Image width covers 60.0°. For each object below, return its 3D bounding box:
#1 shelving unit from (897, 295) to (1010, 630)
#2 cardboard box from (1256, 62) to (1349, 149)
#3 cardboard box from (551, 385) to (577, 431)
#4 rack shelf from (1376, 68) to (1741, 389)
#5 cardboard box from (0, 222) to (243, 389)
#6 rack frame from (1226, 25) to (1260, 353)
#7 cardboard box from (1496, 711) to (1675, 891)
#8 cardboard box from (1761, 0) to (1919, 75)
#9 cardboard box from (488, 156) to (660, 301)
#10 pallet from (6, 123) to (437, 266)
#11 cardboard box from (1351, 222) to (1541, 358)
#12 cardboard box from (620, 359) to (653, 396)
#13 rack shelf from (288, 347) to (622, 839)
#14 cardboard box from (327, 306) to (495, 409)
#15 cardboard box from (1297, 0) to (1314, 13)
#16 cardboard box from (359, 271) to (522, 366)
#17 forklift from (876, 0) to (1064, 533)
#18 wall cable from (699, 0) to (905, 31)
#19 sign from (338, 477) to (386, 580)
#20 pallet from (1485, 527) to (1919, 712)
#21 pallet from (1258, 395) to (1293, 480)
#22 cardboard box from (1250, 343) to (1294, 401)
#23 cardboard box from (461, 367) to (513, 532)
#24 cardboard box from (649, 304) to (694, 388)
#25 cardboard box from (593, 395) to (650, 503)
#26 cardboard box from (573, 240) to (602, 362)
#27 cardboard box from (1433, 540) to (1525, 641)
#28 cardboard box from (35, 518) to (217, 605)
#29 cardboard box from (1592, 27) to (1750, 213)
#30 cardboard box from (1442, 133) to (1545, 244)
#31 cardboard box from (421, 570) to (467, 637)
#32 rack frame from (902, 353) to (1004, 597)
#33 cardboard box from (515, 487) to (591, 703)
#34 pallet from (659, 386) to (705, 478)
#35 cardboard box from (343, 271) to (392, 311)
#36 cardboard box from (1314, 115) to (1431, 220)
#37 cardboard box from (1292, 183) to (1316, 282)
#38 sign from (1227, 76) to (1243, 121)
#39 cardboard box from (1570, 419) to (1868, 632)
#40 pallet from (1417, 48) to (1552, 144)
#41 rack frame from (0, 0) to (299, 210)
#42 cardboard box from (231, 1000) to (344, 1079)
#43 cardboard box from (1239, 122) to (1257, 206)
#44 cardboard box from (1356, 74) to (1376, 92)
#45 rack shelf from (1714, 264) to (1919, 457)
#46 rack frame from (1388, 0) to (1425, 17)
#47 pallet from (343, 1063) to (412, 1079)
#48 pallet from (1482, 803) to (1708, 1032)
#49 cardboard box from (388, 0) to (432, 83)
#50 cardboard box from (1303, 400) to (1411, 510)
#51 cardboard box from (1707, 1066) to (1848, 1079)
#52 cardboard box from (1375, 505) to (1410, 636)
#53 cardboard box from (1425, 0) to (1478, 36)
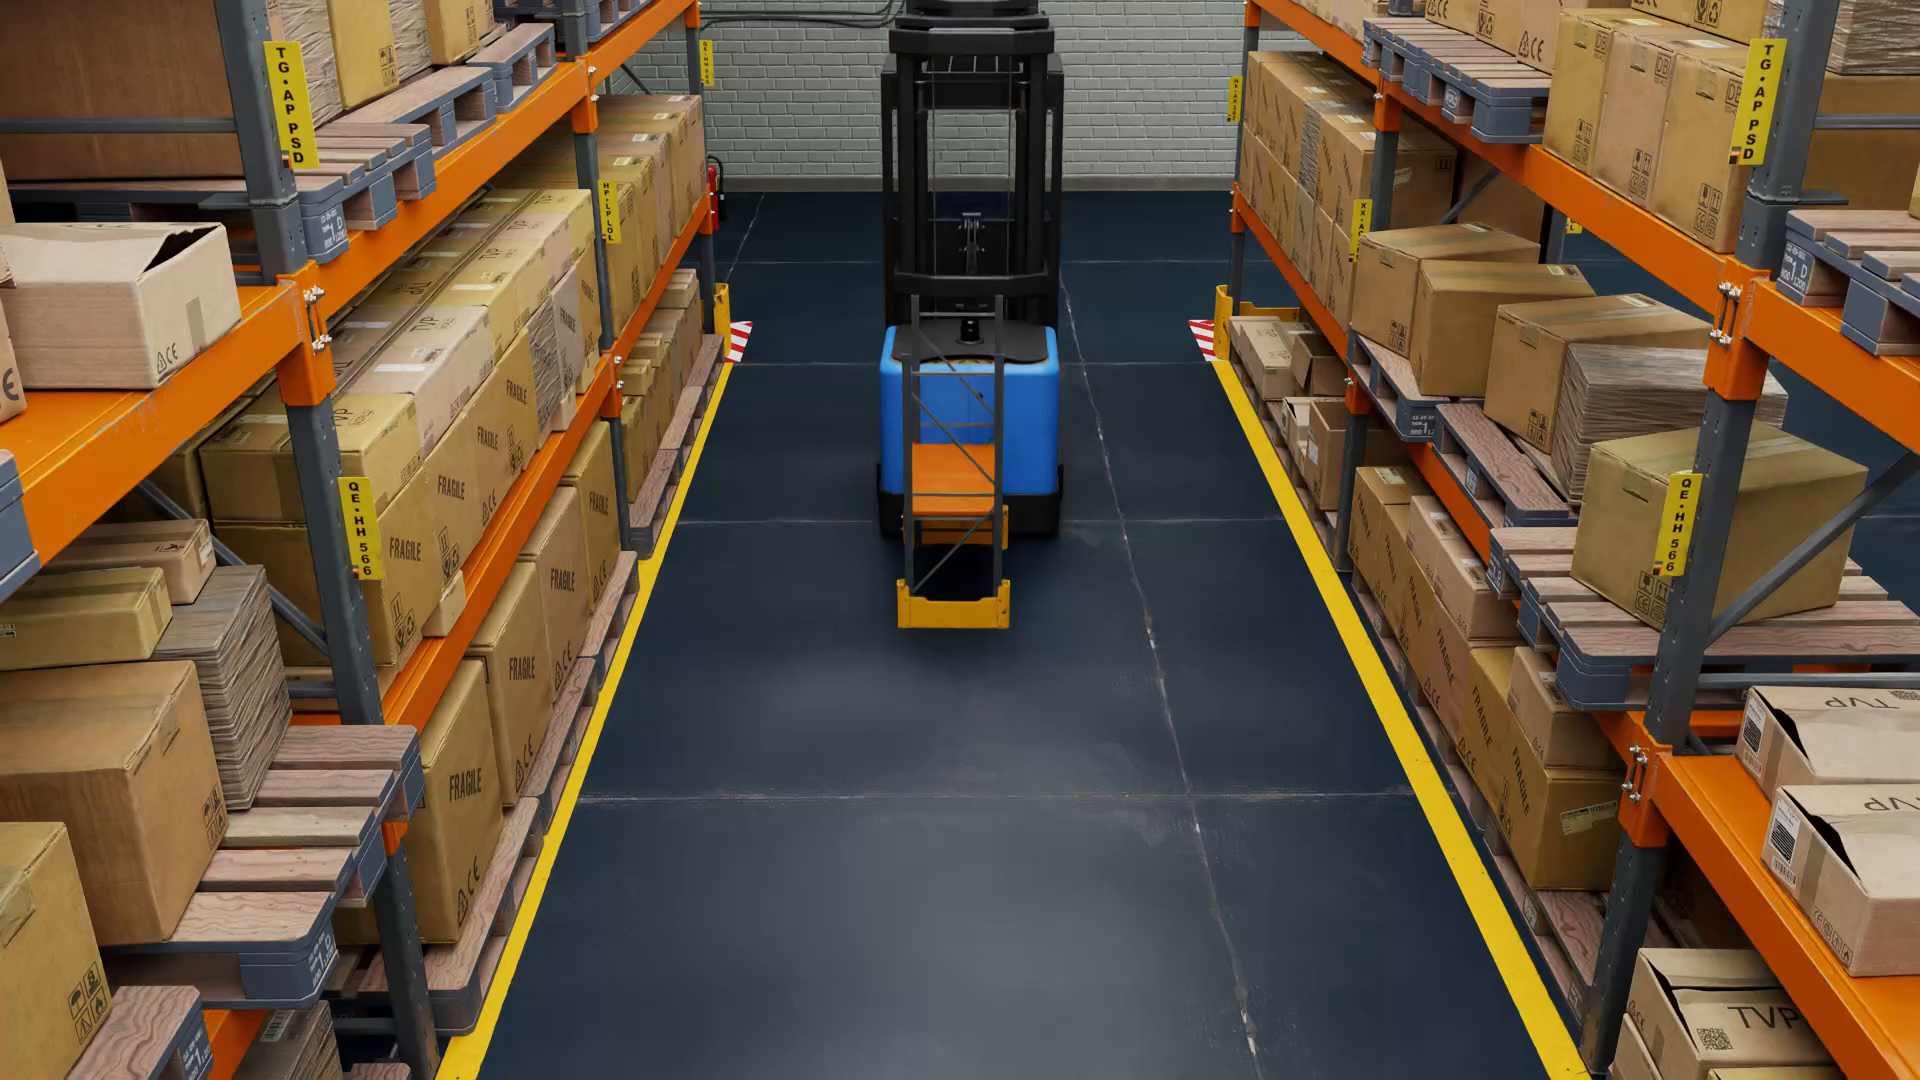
[{"bbox_3d":[-0.025,-0.439,8.901,0.587,1.500,1.083,0,24,1],"label":"shelving unit"},{"bbox_3d":[2.324,-2.956,11.310,0.500,0.500,0.500,0,24,0],"label":"cardboard box"},{"bbox_3d":[-2.008,-0.619,7.759,0.380,0.149,0.250,0,24,-1],"label":"cardboard box"},{"bbox_3d":[2.635,-1.421,6.484,1.077,0.370,4.000,0,24,-1],"label":"rack shelf"},{"bbox_3d":[-2.019,-0.573,3.822,0.500,0.311,0.500,0,24,-1],"label":"cardboard box"},{"bbox_3d":[2.569,-2.854,12.420,1.000,3.000,0.127,0,24,-1],"label":"rack frame"},{"bbox_3d":[2.412,0.997,6.406,0.500,0.500,0.500,1,24,2],"label":"cardboard box"},{"bbox_3d":[2.658,-1.605,4.684,0.500,0.500,0.500,0,24,-1],"label":"cardboard box"},{"bbox_3d":[-2.333,-1.843,9.821,0.980,0.700,0.700,-1,24,-2],"label":"cardboard box"},{"bbox_3d":[-2.357,-1.079,5.086,1.213,0.211,1.003,1,24,2],"label":"pallet"},{"bbox_3d":[2.394,-1.246,8.235,0.700,0.500,0.500,-9,26,-18],"label":"cardboard box"},{"bbox_3d":[-2.067,-0.980,10.014,0.380,0.149,0.250,1,24,1],"label":"cardboard box"},{"bbox_3d":[-2.319,-0.030,7.049,1.077,0.370,4.000,0,24,-1],"label":"rack shelf"},{"bbox_3d":[-2.060,-0.681,6.200,0.500,0.250,0.500,0,24,0],"label":"cardboard box"},{"bbox_3d":[2.332,-3.321,9.996,0.500,0.250,0.500,0,24,-1],"label":"cardboard box"},{"bbox_3d":[-2.072,-0.892,6.665,0.500,0.250,0.500,-1,24,-2],"label":"cardboard box"},{"bbox_3d":[0.078,-1.938,10.479,1.130,2.935,3.031,0,24,1],"label":"forklift"},{"bbox_3d":[-2.088,-6.481,16.928,3.097,2.526,0.112,0,24,-1],"label":"wall cable"},{"bbox_3d":[-1.754,-0.031,4.871,0.100,0.325,0.005,0,24,-1],"label":"sign"},{"bbox_3d":[2.579,0.251,5.788,1.213,0.211,1.003,0,24,-1],"label":"pallet"},{"bbox_3d":[2.590,-0.722,11.091,1.003,0.211,1.213,0,24,-1],"label":"pallet"},{"bbox_3d":[2.302,-1.164,11.487,0.500,0.250,0.500,0,24,-1],"label":"cardboard box"},{"bbox_3d":[-2.047,-0.346,6.367,0.500,0.500,0.500,0,24,-1],"label":"cardboard box"},{"bbox_3d":[-2.271,-1.388,11.704,0.700,0.500,0.500,0,24,-1],"label":"cardboard box"},{"bbox_3d":[-2.246,-0.543,9.834,0.700,0.500,0.500,0,24,0],"label":"cardboard box"},{"bbox_3d":[-2.083,-1.183,8.219,0.500,0.500,0.500,-1,24,-1],"label":"cardboard box"},{"bbox_3d":[2.391,0.210,7.235,0.500,0.250,0.500,-1,24,-2],"label":"cardboard box"},{"bbox_3d":[-2.263,0.067,4.520,0.380,0.149,0.250,-3,25,-7],"label":"cardboard box"},{"bbox_3d":[2.612,-1.360,5.355,0.910,0.500,0.500,0,24,-1],"label":"cardboard box"},{"bbox_3d":[2.889,-1.902,8.981,0.500,0.500,0.500,0,24,1],"label":"cardboard box"},{"bbox_3d":[-1.981,0.221,5.901,0.380,0.149,0.250,0,24,1],"label":"cardboard box"},{"bbox_3d":[-0.034,-0.226,8.430,0.500,1.500,0.032,0,24,1],"label":"rack frame"},{"bbox_3d":[-2.191,0.240,7.679,0.750,0.750,0.750,0,24,1],"label":"cardboard box"},{"bbox_3d":[-2.287,-0.729,11.106,1.003,0.211,1.213,0,24,-1],"label":"pallet"},{"bbox_3d":[-2.572,-0.886,6.652,0.500,0.250,0.500,-1,24,-2],"label":"cardboard box"},{"bbox_3d":[2.340,-2.125,9.474,0.500,0.500,0.500,-1,24,-2],"label":"cardboard box"},{"bbox_3d":[2.336,-1.880,10.146,0.500,0.500,0.500,0,24,1],"label":"cardboard box"},{"bbox_3d":[2.027,-3.246,12.236,0.100,0.325,0.005,0,24,-1],"label":"sign"},{"bbox_3d":[2.537,-0.053,5.597,0.700,0.500,0.500,-9,26,-18],"label":"cardboard box"},{"bbox_3d":[2.564,-1.790,6.657,1.213,0.211,1.003,0,24,-1],"label":"pallet"},{"bbox_3d":[-2.297,-2.267,3.843,1.000,3.000,0.127,0,24,-1],"label":"rack frame"},{"bbox_3d":[-2.237,1.701,4.848,0.700,0.500,0.500,0,24,0],"label":"cardboard box"},{"bbox_3d":[2.310,-2.716,11.993,0.500,0.500,0.500,0,24,1],"label":"cardboard box"},{"bbox_3d":[2.866,-2.751,10.858,0.500,0.500,0.500,0,24,1],"label":"cardboard box"},{"bbox_3d":[2.678,0.228,2.839,1.077,0.370,4.000,0,24,-1],"label":"rack shelf"},{"bbox_3d":[2.613,-3.939,7.540,1.000,3.000,0.127,0,24,-1],"label":"rack frame"},{"bbox_3d":[-2.290,2.059,4.942,1.003,0.211,1.213,0,24,-1],"label":"pallet"},{"bbox_3d":[2.686,1.405,6.387,1.003,0.211,1.213,0,24,-1],"label":"pallet"},{"bbox_3d":[-2.429,-1.996,6.227,0.700,0.500,0.500,0,24,-1],"label":"cardboard box"},{"bbox_3d":[2.323,-0.501,9.717,0.500,0.500,0.500,0,24,-1],"label":"cardboard box"},{"bbox_3d":[2.383,1.682,4.537,0.500,0.311,0.500,-1,24,-2],"label":"cardboard box"},{"bbox_3d":[2.391,0.153,8.271,0.500,0.500,0.500,0,24,0],"label":"cardboard box"},{"bbox_3d":[2.545,-2.647,7.570,0.600,0.600,0.600,-3,24,-6],"label":"cardboard box"}]
